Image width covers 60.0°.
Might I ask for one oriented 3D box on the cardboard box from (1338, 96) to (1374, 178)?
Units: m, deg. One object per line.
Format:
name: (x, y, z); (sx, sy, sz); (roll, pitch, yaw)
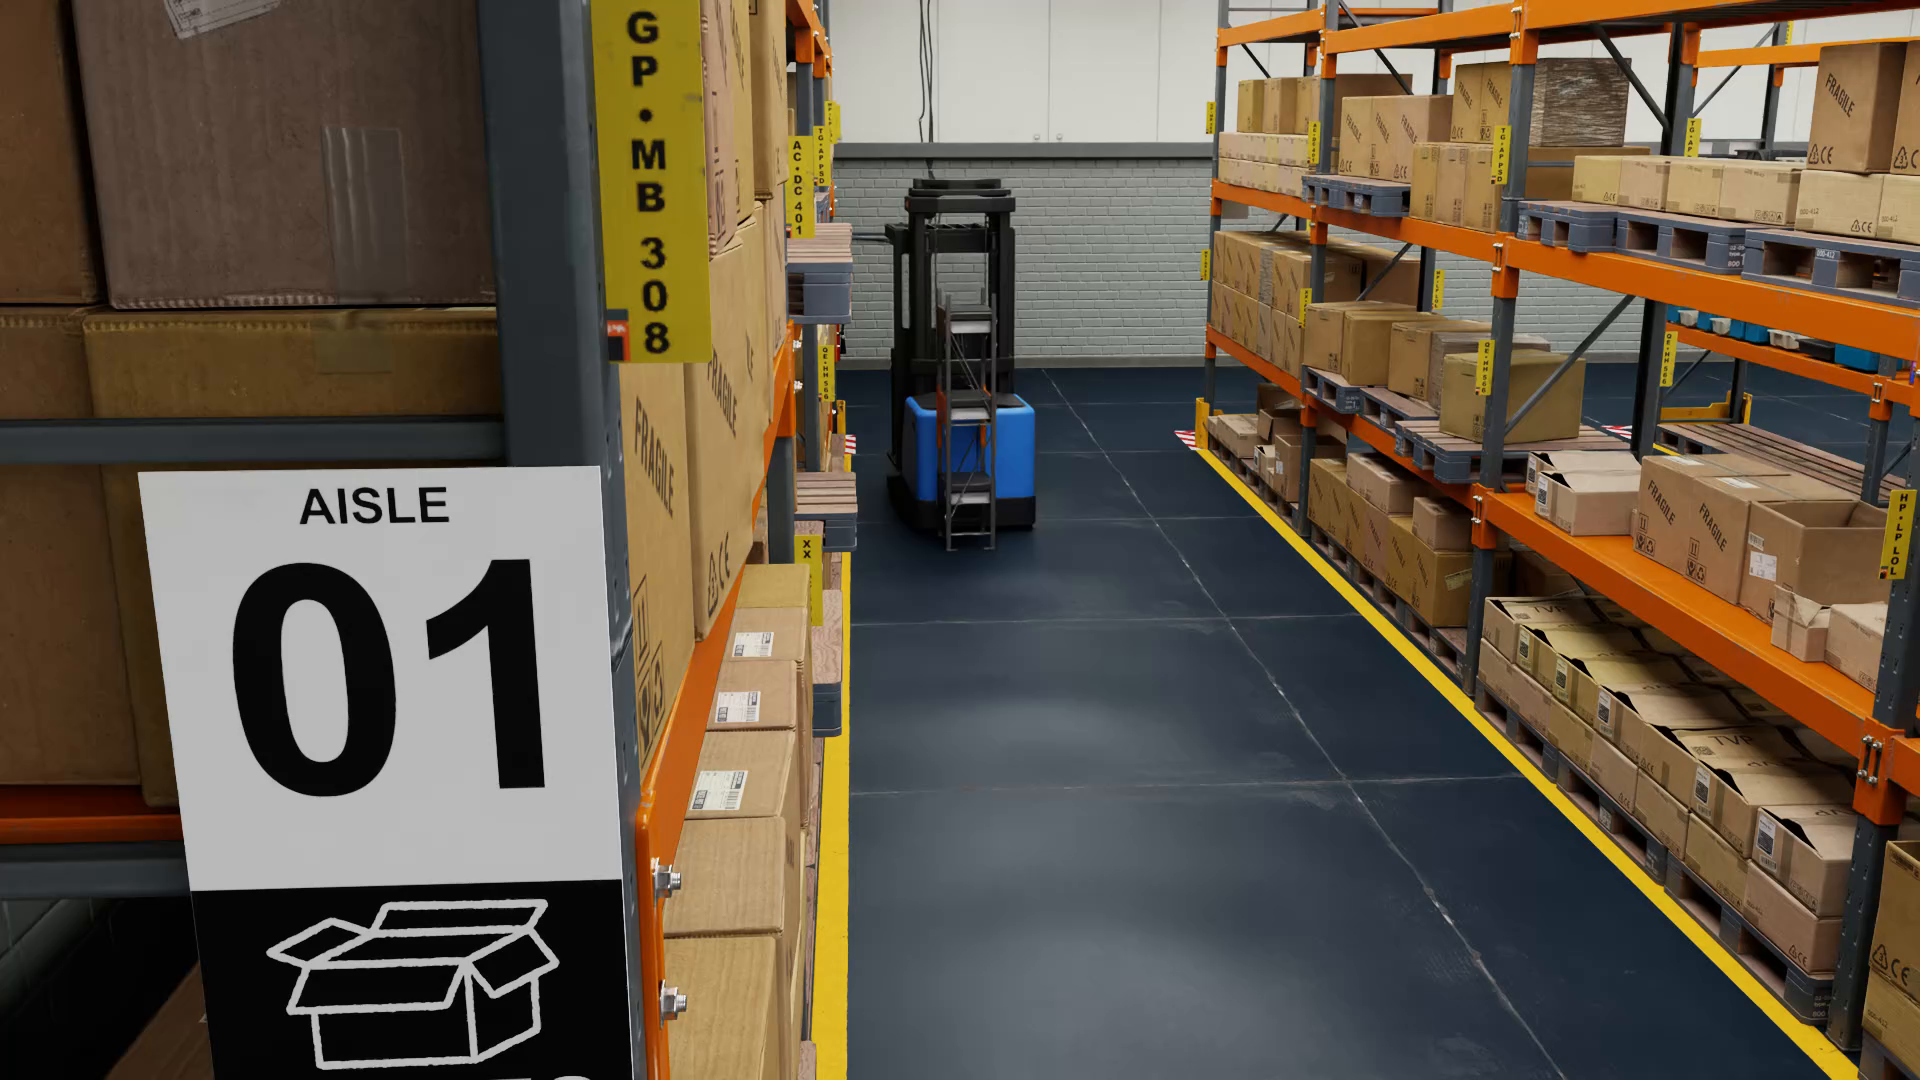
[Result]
cardboard box: (3.341, -3.123, 12.880); (0.600, 0.600, 0.600); (-2, 15, -9)

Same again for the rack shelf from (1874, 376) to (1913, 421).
rack shelf: (8.451, -0.726, 12.272); (1.077, 0.370, 4.000); (-1, 14, -3)

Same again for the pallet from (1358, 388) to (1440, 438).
pallet: (3.506, -0.892, 11.859); (1.003, 0.211, 1.213); (-1, 14, -3)

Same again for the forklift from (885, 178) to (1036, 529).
forklift: (-0.092, -1.836, 15.281); (1.130, 2.935, 3.031); (-2, 15, -9)

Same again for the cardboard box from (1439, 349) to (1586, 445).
cardboard box: (3.480, -0.908, 10.493); (0.700, 0.500, 0.500); (-6, 16, -22)

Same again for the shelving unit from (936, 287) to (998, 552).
shelving unit: (0.050, -0.990, 13.660); (0.431, 2.100, 0.503); (-2, 15, -9)

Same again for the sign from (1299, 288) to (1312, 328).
sign: (2.842, -1.905, 13.674); (0.100, 0.325, 0.005); (-1, 14, -3)

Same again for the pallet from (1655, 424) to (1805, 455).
pallet: (8.092, -1.010, 17.530); (1.003, 0.211, 1.213); (-1, 14, -3)

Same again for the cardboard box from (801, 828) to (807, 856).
cardboard box: (-0.710, 0.871, 4.883); (0.500, 0.250, 0.500); (-1, 14, -3)

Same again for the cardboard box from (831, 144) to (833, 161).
cardboard box: (-1.427, -3.609, 15.270); (0.500, 0.250, 0.500); (-1, 14, -5)

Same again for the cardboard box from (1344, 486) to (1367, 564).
cardboard box: (3.238, -0.118, 12.598); (0.500, 0.500, 0.500); (-1, 14, -3)

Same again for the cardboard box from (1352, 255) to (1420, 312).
cardboard box: (3.635, -2.150, 14.157); (0.500, 0.500, 0.500); (-1, 14, -2)

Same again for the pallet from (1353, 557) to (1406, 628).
pallet: (3.550, 0.360, 12.204); (1.003, 0.211, 1.213); (-1, 14, -3)

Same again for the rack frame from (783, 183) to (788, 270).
rack frame: (-1.065, -2.335, 5.041); (1.000, 3.000, 0.127); (-1, 14, -3)

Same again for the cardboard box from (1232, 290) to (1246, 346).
cardboard box: (2.965, -2.172, 16.248); (0.500, 0.500, 0.500); (-1, 14, -4)

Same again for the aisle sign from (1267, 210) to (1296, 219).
aisle sign: (3.437, -3.772, 17.449); (0.394, 0.787, 0.004); (-1, 14, -3)

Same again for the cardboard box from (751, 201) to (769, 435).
cardboard box: (-0.676, -0.428, 3.411); (0.500, 0.500, 0.500); (0, 14, 0)

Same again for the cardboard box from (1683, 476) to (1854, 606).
cardboard box: (3.784, -0.002, 7.813); (0.500, 0.500, 0.500); (-1, 14, -3)

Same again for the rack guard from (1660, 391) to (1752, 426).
rack guard: (8.065, -1.362, 18.316); (1.175, 0.500, 0.348); (-1, 14, -3)

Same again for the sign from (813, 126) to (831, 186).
sign: (-0.771, -2.135, 9.247); (0.100, 0.325, 0.005); (-1, 14, -3)

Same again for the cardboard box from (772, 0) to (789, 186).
cardboard box: (-0.718, -1.167, 4.275); (0.500, 0.500, 0.500); (0, 14, 0)

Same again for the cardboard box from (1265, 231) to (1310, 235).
cardboard box: (3.438, -2.917, 17.138); (0.500, 0.500, 0.500); (-1, 14, -4)

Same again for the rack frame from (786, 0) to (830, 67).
rack frame: (-1.808, -5.319, 16.640); (1.000, 3.000, 0.127); (-1, 14, -3)

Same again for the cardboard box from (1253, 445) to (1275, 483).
cardboard box: (3.019, -0.731, 15.361); (0.500, 0.311, 0.500); (-1, 14, -3)

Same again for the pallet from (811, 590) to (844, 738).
pallet: (-0.967, 0.471, 6.560); (1.003, 0.211, 1.213); (-1, 14, -3)

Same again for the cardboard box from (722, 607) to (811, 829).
cardboard box: (-0.690, 0.507, 4.791); (0.500, 0.500, 0.500); (-1, 14, -4)

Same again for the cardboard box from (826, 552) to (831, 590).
cardboard box: (-1.275, 0.011, 11.436); (0.750, 0.750, 0.750); (-1, 14, -4)

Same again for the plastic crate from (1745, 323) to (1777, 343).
plastic crate: (7.867, -2.046, 16.174); (0.416, 0.233, 0.300); (-1, 14, -3)

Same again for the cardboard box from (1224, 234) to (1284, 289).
cardboard box: (2.940, -2.779, 16.602); (0.500, 0.500, 0.500); (-1, 14, -3)

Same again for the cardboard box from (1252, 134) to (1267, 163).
cardboard box: (2.996, -3.608, 15.309); (0.500, 0.250, 0.500); (-1, 14, -3)

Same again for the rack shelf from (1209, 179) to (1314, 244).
rack shelf: (3.260, -3.098, 15.471); (1.077, 0.370, 4.000); (-1, 14, -3)

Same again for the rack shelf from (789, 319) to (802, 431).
rack shelf: (-1.189, -1.031, 7.437); (1.077, 0.370, 4.000); (-1, 14, -3)

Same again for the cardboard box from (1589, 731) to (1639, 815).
cardboard box: (3.472, 1.143, 8.238); (0.500, 0.250, 0.500); (-1, 14, -2)

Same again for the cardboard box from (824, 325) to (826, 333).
cardboard box: (-1.223, -1.618, 11.952); (0.500, 0.250, 0.500); (-1, 14, -2)

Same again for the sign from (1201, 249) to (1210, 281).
sign: (2.594, -2.902, 17.548); (0.100, 0.325, 0.005); (-1, 14, -3)

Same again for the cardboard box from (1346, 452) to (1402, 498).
cardboard box: (3.232, -0.489, 12.536); (0.500, 0.250, 0.500); (-1, 14, -3)

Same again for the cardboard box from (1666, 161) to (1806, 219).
cardboard box: (3.790, -1.700, 8.054); (0.500, 0.250, 0.500); (-1, 14, -5)

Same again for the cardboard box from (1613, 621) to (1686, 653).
cardboard box: (3.948, 0.611, 9.183); (0.500, 0.311, 0.500); (-1, 14, -4)

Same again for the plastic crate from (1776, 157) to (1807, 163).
plastic crate: (7.909, -3.406, 15.462); (0.437, 0.282, 0.530); (-1, 14, -3)

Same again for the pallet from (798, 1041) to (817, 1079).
pallet: (-0.988, 2.088, 5.489); (1.003, 0.211, 1.213); (-1, 14, -3)

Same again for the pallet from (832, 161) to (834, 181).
pallet: (-1.752, -3.639, 16.308); (1.003, 0.211, 1.213); (-1, 14, -3)

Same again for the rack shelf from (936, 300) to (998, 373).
rack shelf: (0.050, -1.655, 13.489); (0.431, 0.518, 0.480); (-2, 15, -9)

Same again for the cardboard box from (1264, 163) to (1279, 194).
cardboard box: (3.028, -3.242, 14.888); (0.500, 0.250, 0.500); (-1, 14, -3)

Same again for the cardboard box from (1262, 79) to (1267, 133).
cardboard box: (3.268, -4.101, 15.717); (0.700, 0.500, 0.500); (-1, 14, -3)

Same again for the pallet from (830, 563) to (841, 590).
pallet: (-1.359, 0.426, 11.945); (1.003, 0.211, 1.213); (-1, 14, -3)

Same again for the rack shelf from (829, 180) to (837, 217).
rack shelf: (-1.684, -3.021, 15.170); (1.077, 0.370, 4.000); (-1, 14, -3)

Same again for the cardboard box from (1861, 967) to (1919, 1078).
cardboard box: (3.605, 1.742, 5.913); (0.500, 0.250, 0.500); (-1, 14, -3)

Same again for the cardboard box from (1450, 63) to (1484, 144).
cardboard box: (3.547, -2.849, 10.853); (0.500, 0.500, 0.500); (-1, 14, -3)

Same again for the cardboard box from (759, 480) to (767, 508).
cardboard box: (-1.090, 0.043, 6.756); (0.700, 0.500, 0.500); (1, 14, 2)

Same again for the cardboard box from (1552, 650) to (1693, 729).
cardboard box: (3.441, 0.747, 8.652); (0.500, 0.311, 0.500); (-1, 14, -5)

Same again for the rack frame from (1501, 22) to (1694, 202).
rack frame: (3.631, -3.407, 9.208); (1.000, 3.000, 0.127); (-1, 14, -3)

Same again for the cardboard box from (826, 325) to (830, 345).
cardboard box: (-1.239, -1.383, 12.546); (0.500, 0.500, 0.500); (-1, 14, -3)
